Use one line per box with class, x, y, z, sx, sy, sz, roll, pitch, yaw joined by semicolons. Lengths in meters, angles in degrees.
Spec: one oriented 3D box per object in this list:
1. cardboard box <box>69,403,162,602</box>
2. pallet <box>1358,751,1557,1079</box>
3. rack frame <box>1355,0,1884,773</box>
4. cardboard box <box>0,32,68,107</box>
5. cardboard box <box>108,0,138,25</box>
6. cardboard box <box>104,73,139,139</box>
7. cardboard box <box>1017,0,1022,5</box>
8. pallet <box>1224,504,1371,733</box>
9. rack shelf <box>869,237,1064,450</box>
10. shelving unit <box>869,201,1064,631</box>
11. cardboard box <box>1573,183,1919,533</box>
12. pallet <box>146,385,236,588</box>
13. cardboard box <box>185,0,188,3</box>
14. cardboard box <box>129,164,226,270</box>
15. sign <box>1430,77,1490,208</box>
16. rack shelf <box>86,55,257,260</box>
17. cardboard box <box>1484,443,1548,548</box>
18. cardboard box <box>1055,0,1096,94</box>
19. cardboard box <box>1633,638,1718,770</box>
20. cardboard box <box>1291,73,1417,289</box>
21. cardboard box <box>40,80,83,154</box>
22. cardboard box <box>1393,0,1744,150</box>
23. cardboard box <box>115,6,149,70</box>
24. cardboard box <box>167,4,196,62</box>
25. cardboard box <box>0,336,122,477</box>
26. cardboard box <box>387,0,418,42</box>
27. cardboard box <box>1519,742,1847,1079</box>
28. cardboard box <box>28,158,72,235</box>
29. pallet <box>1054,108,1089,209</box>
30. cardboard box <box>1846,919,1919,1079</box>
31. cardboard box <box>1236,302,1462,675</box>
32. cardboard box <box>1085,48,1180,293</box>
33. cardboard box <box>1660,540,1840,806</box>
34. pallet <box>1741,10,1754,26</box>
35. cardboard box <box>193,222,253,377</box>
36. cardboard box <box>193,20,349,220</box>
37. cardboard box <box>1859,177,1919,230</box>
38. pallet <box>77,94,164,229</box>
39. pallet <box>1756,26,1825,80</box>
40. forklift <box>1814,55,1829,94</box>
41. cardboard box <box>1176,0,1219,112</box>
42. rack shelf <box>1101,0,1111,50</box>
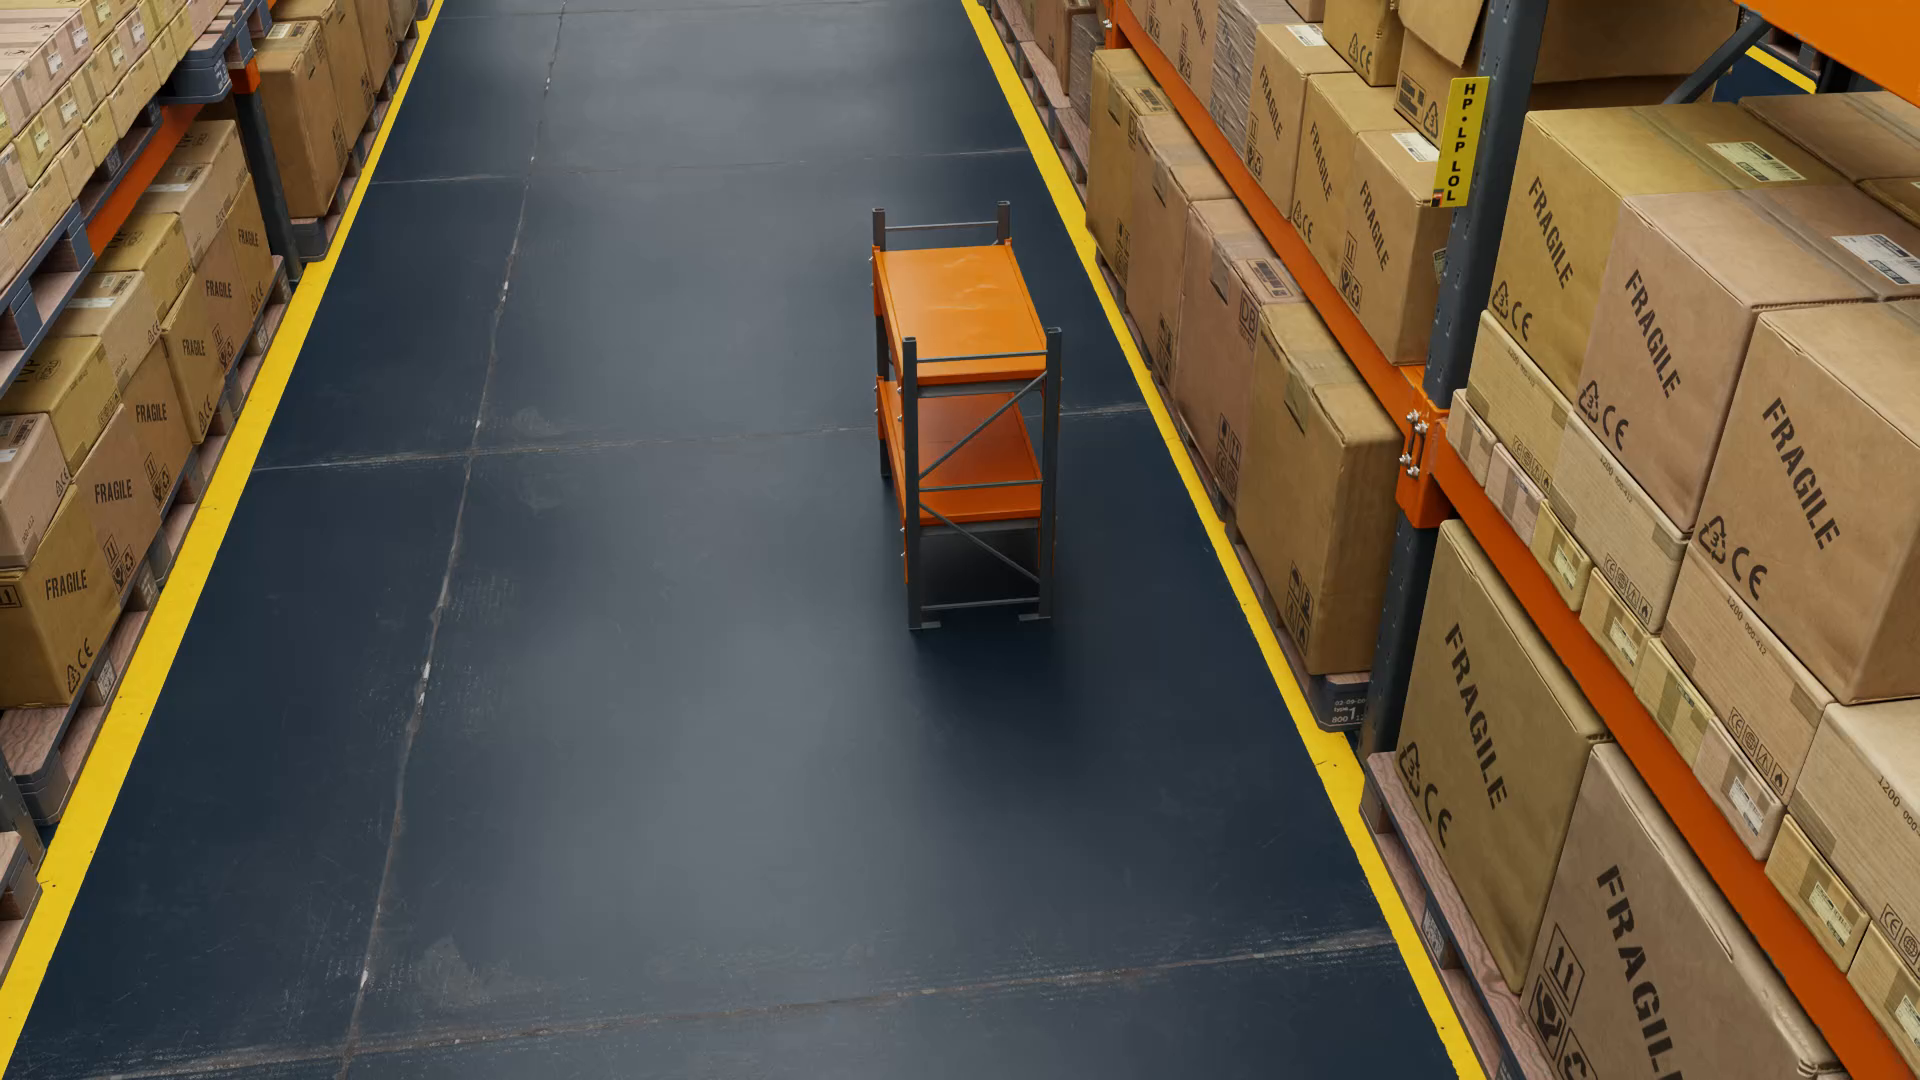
cardboard box;-3.084;-0.114;5.600;0.500;0.500;0.500;-3;34;-4
pallet;1.779;1.018;4.569;1.003;0.211;1.213;-4;35;-6
rack frame;1.754;-0.565;4.415;1.000;3.000;0.127;-4;35;-6
cardboard box;-2.914;-1.396;4.957;0.380;0.149;0.250;-5;35;-7
cardboard box;-3.021;-1.833;5.598;0.380;0.149;0.250;-3;34;-4
cardboard box;-2.984;-1.439;5.548;0.380;0.149;0.250;-6;35;-9
cardboard box;0.739;-3.834;11.041;0.700;0.500;0.500;-7;35;-10
pallet;1.575;0.163;5.824;1.003;0.211;1.213;-4;35;-6
rack shelf;0.001;-0.703;5.763;0.538;0.278;1.000;-4;35;-6
shelving unit;0.001;-0.461;5.928;0.538;1.125;1.048;-4;35;-6
cardboard box;1.623;-0.374;3.338;0.500;0.500;0.500;-4;35;-6
pallet;-3.448;-0.210;6.370;1.003;0.211;1.213;-4;35;-6
cardboard box;-3.119;-2.134;6.303;0.380;0.149;0.250;-4;34;-5
cardboard box;-3.282;-1.285;6.653;0.500;0.250;0.500;-4;34;-6
sign;1.217;-0.964;4.043;0.100;0.325;0.005;-4;35;-6
rack shelf;-3.444;-1.064;5.787;1.077;0.370;4.000;-4;35;-6
cardboard box;1.499;-0.124;3.992;0.380;0.149;0.250;-5;35;-8
cardboard box;0.936;-2.943;9.733;0.700;0.500;0.500;-2;34;-2
cardboard box;1.607;0.312;3.351;0.380;0.149;0.250;-5;35;-7
cardboard box;1.361;-1.123;5.146;0.500;0.500;0.500;-3;34;-5
cardboard box;-2.918;-1.277;5.046;0.380;0.149;0.250;-3;34;-4
cardboard box;1.660;-1.376;4.627;0.797;0.503;0.637;-5;35;-8
cardboard box;-3.019;-1.709;5.681;0.380;0.149;0.250;-4;34;-5
cardboard box;-3.094;-1.885;6.203;0.380;0.149;0.250;-5;35;-7
cardboard box;-3.086;-0.425;5.391;0.500;0.250;0.500;-3;34;-5
cardboard box;-4.078;-3.614;10.514;1.050;0.750;0.750;-5;35;-7
cardboard box;1.884;1.016;3.609;0.875;0.875;0.875;-4;35;-6
cardboard box;-2.877;-1.004;4.910;0.380;0.149;0.250;-4;34;-6
pallet;1.112;-2.081;9.116;1.003;0.211;1.213;-4;35;-6
cardboard box;1.712;0.744;2.717;0.380;0.149;0.250;-4;34;-5
cardboard box;1.648;-0.216;5.417;1.225;0.875;0.875;-4;35;-6
cardboard box;1.288;-1.706;7.603;1.225;0.875;0.875;-6;35;-9
cardboard box;1.695;0.223;3.128;0.500;0.250;0.500;-4;34;-5
pallet;5.730;-3.817;11.663;1.003;0.211;1.213;-4;35;-6
cardboard box;-3.299;-0.981;6.872;0.500;0.500;0.500;-3;34;-4
cardboard box;-3.705;-2.068;8.246;1.050;0.750;0.750;-5;35;-7
cardboard box;2.144;-0.419;3.405;0.500;0.500;0.500;-4;34;-6
pallet;-3.406;-1.297;5.660;1.003;0.211;1.213;-4;35;-6
pallet;5.897;-3.134;10.662;1.003;0.211;1.213;-4;35;-6
forklift;3.877;-1.748;6.212;1.130;2.935;3.031;24;41;31
cardboard box;1.156;-1.973;6.393;0.500;0.500;0.500;-5;35;-7
rack shelf;0.947;-3.616;9.531;1.077;0.370;4.000;-4;35;-6
